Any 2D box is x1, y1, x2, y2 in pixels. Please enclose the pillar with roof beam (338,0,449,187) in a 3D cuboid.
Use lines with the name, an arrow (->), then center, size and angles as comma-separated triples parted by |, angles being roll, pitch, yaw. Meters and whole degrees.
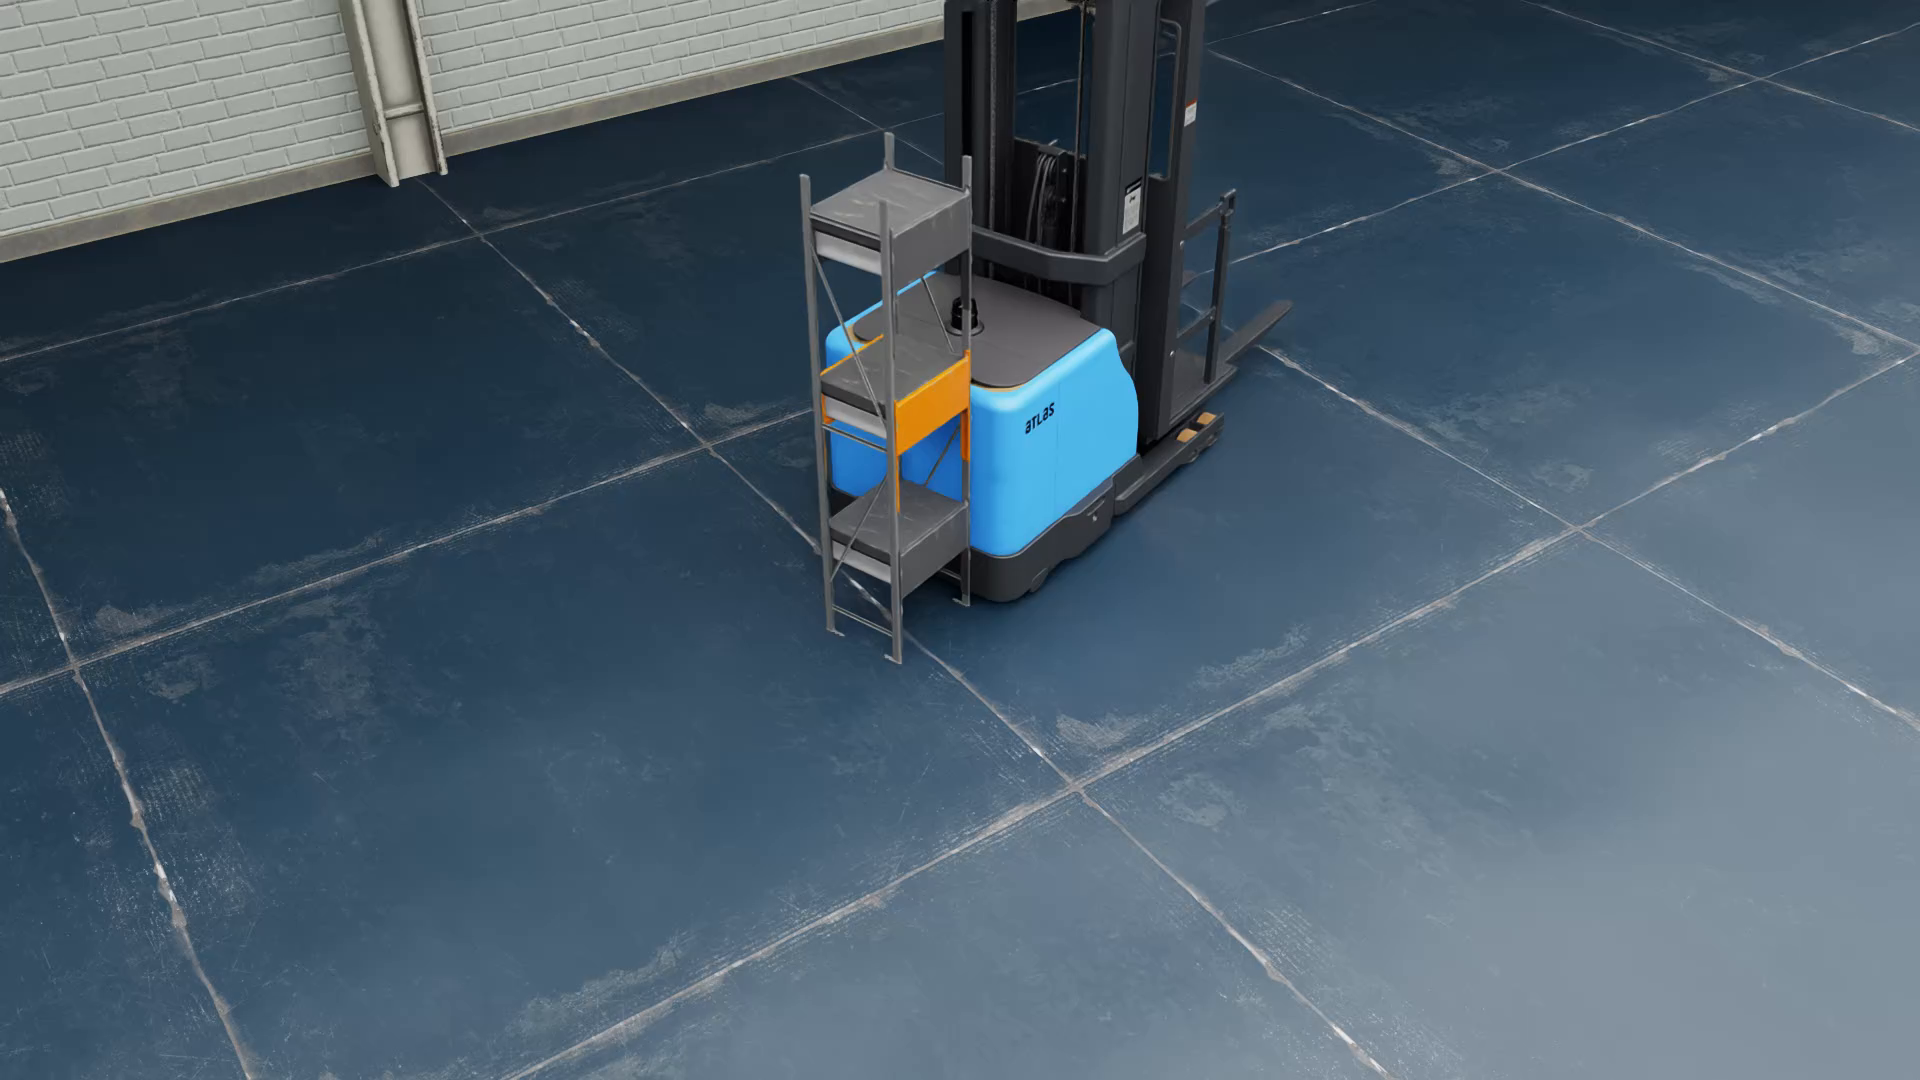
pillar with roof beam -> -1.206, -4.070, 5.702 | 0.400, 9.000, 9.100 | -22, 41, -28

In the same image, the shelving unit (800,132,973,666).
shelving unit -> -0.267, -0.508, 6.658 | 0.431, 2.100, 0.503 | 23, 42, 29

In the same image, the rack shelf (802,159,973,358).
rack shelf -> -0.267, -1.066, 6.258 | 0.431, 0.518, 0.480 | 23, 42, 29

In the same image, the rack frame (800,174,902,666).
rack frame -> -0.411, -0.394, 6.499 | 0.400, 2.100, 0.015 | 23, 42, 29

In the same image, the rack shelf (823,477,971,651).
rack shelf -> -0.267, 0.071, 7.075 | 0.431, 0.518, 0.480 | 23, 42, 29

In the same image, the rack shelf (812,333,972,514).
rack shelf -> -0.267, -0.497, 6.666 | 0.431, 0.518, 0.480 | 23, 42, 29

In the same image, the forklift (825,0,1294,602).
forklift -> 0.680, -1.729, 7.644 | 1.130, 2.935, 3.031 | 23, 42, 29

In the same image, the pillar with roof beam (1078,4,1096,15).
pillar with roof beam -> 3.698, -6.088, 8.508 | 0.400, 9.000, 9.100 | -22, 41, -28

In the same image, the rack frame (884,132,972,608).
rack frame -> -0.122, -0.623, 6.818 | 0.400, 2.100, 0.015 | 23, 42, 29
